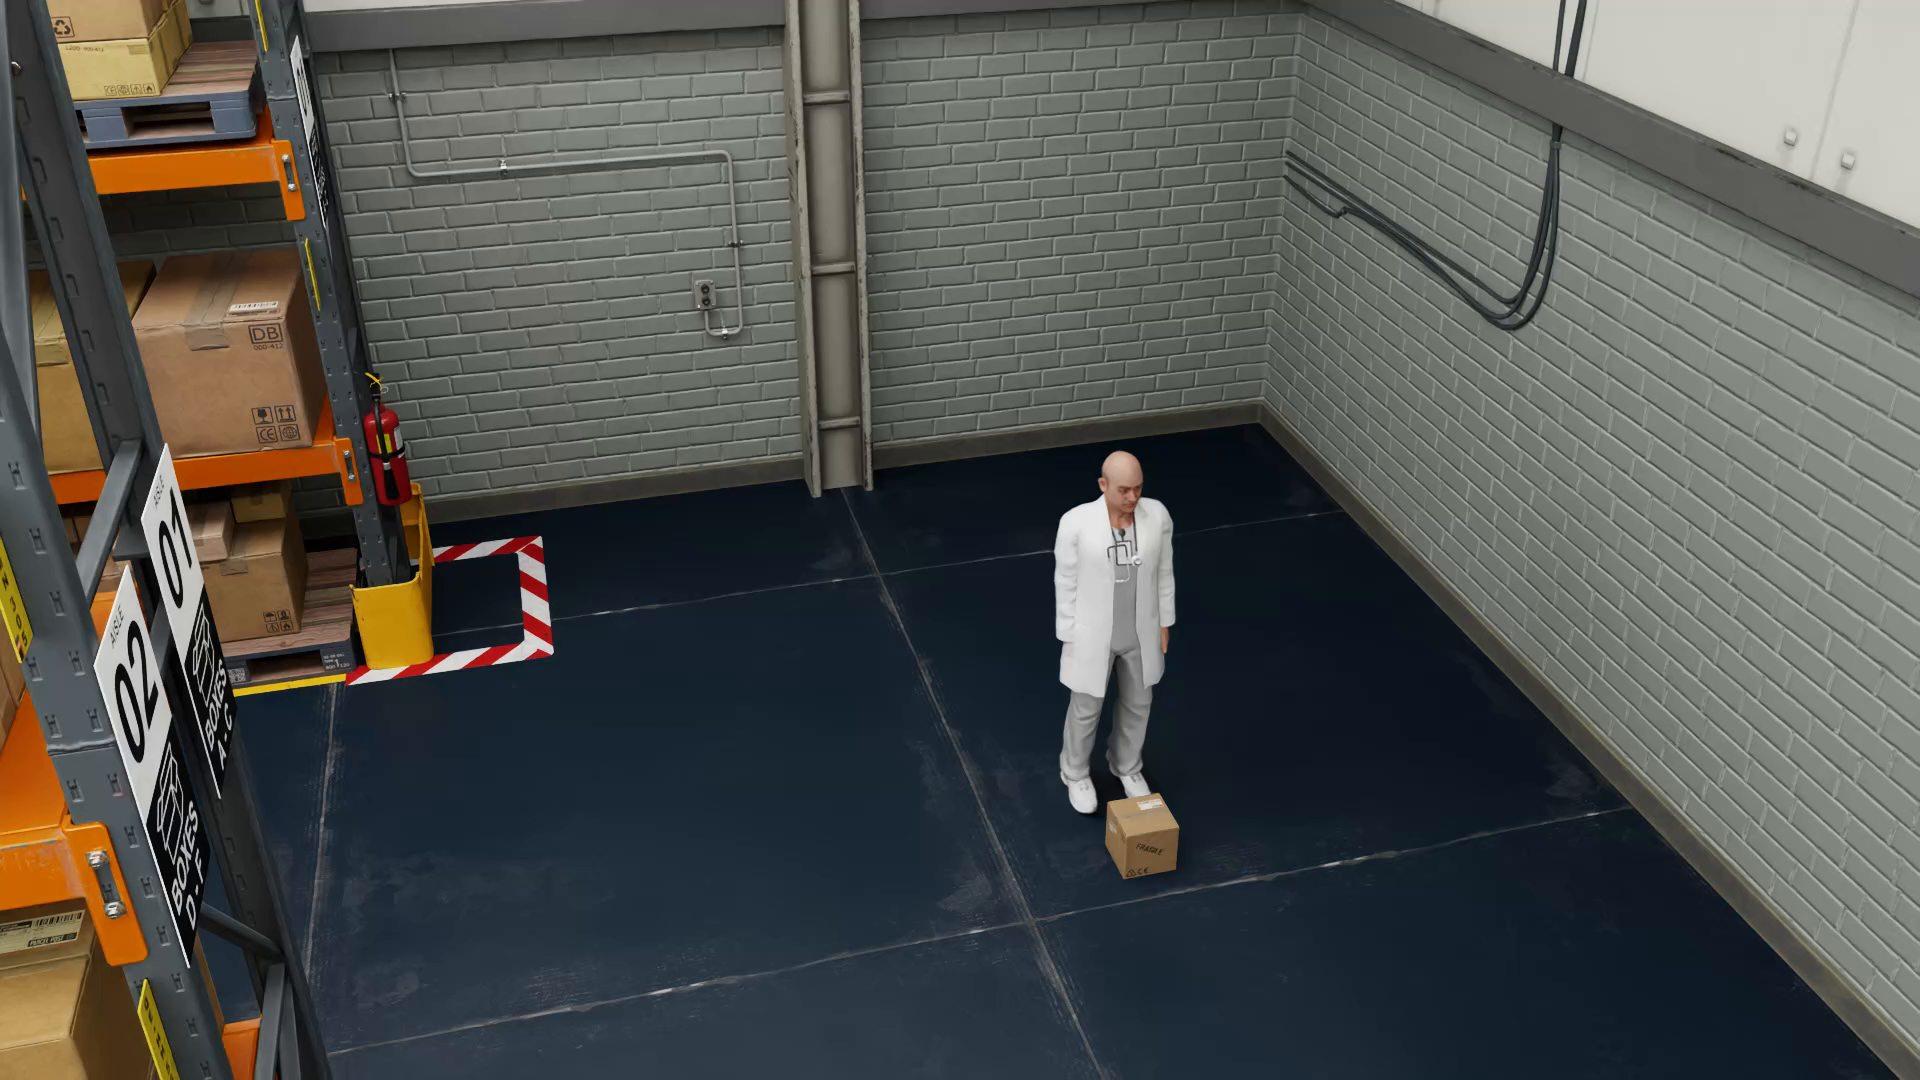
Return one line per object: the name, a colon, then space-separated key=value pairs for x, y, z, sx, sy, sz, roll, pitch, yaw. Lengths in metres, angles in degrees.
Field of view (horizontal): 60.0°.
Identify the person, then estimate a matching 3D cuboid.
person: x=0.709 y=0.423 z=7.525 sx=0.562 sy=1.777 sz=0.379 roll=-7 pitch=31 yaw=-12
